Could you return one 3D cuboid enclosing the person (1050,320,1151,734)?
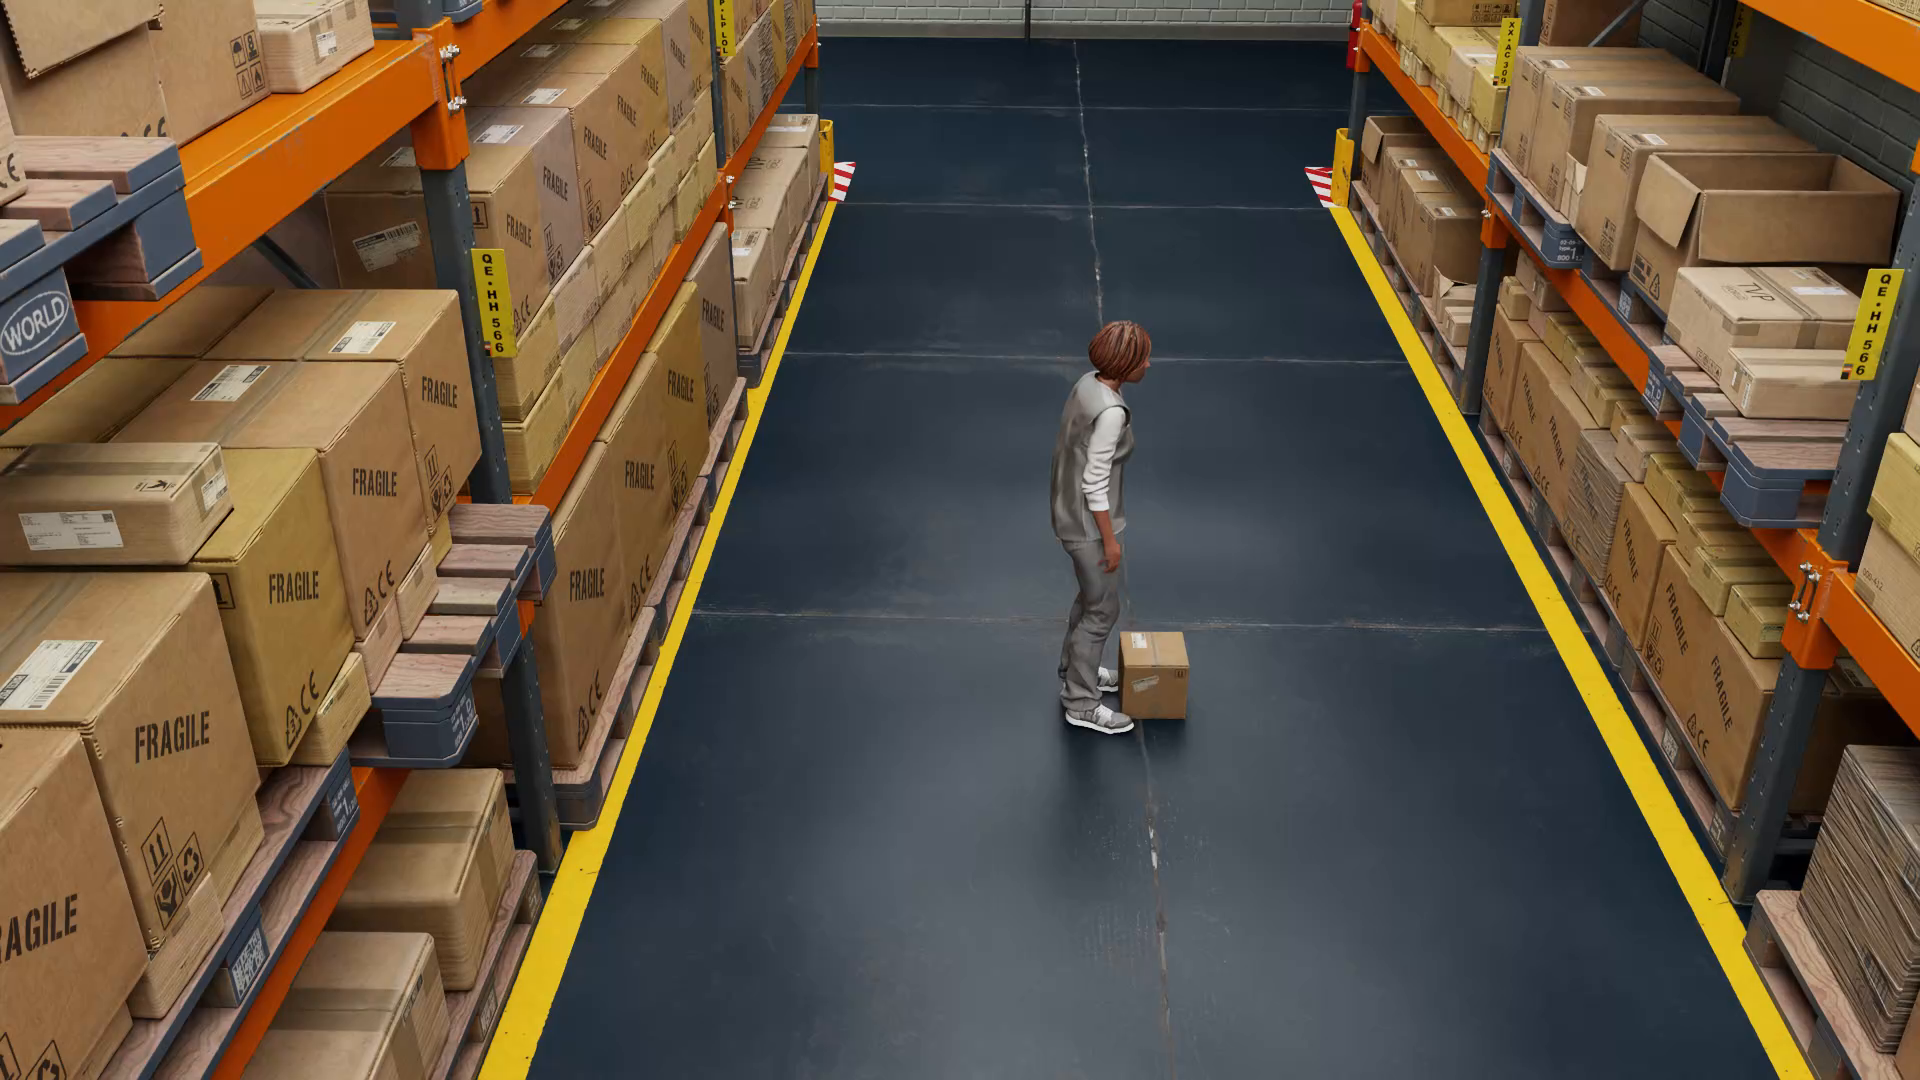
[{"bbox_3d":[0.512,-0.059,6.245,0.346,1.592,0.484,-1,28,-1],"label":"person"}]
